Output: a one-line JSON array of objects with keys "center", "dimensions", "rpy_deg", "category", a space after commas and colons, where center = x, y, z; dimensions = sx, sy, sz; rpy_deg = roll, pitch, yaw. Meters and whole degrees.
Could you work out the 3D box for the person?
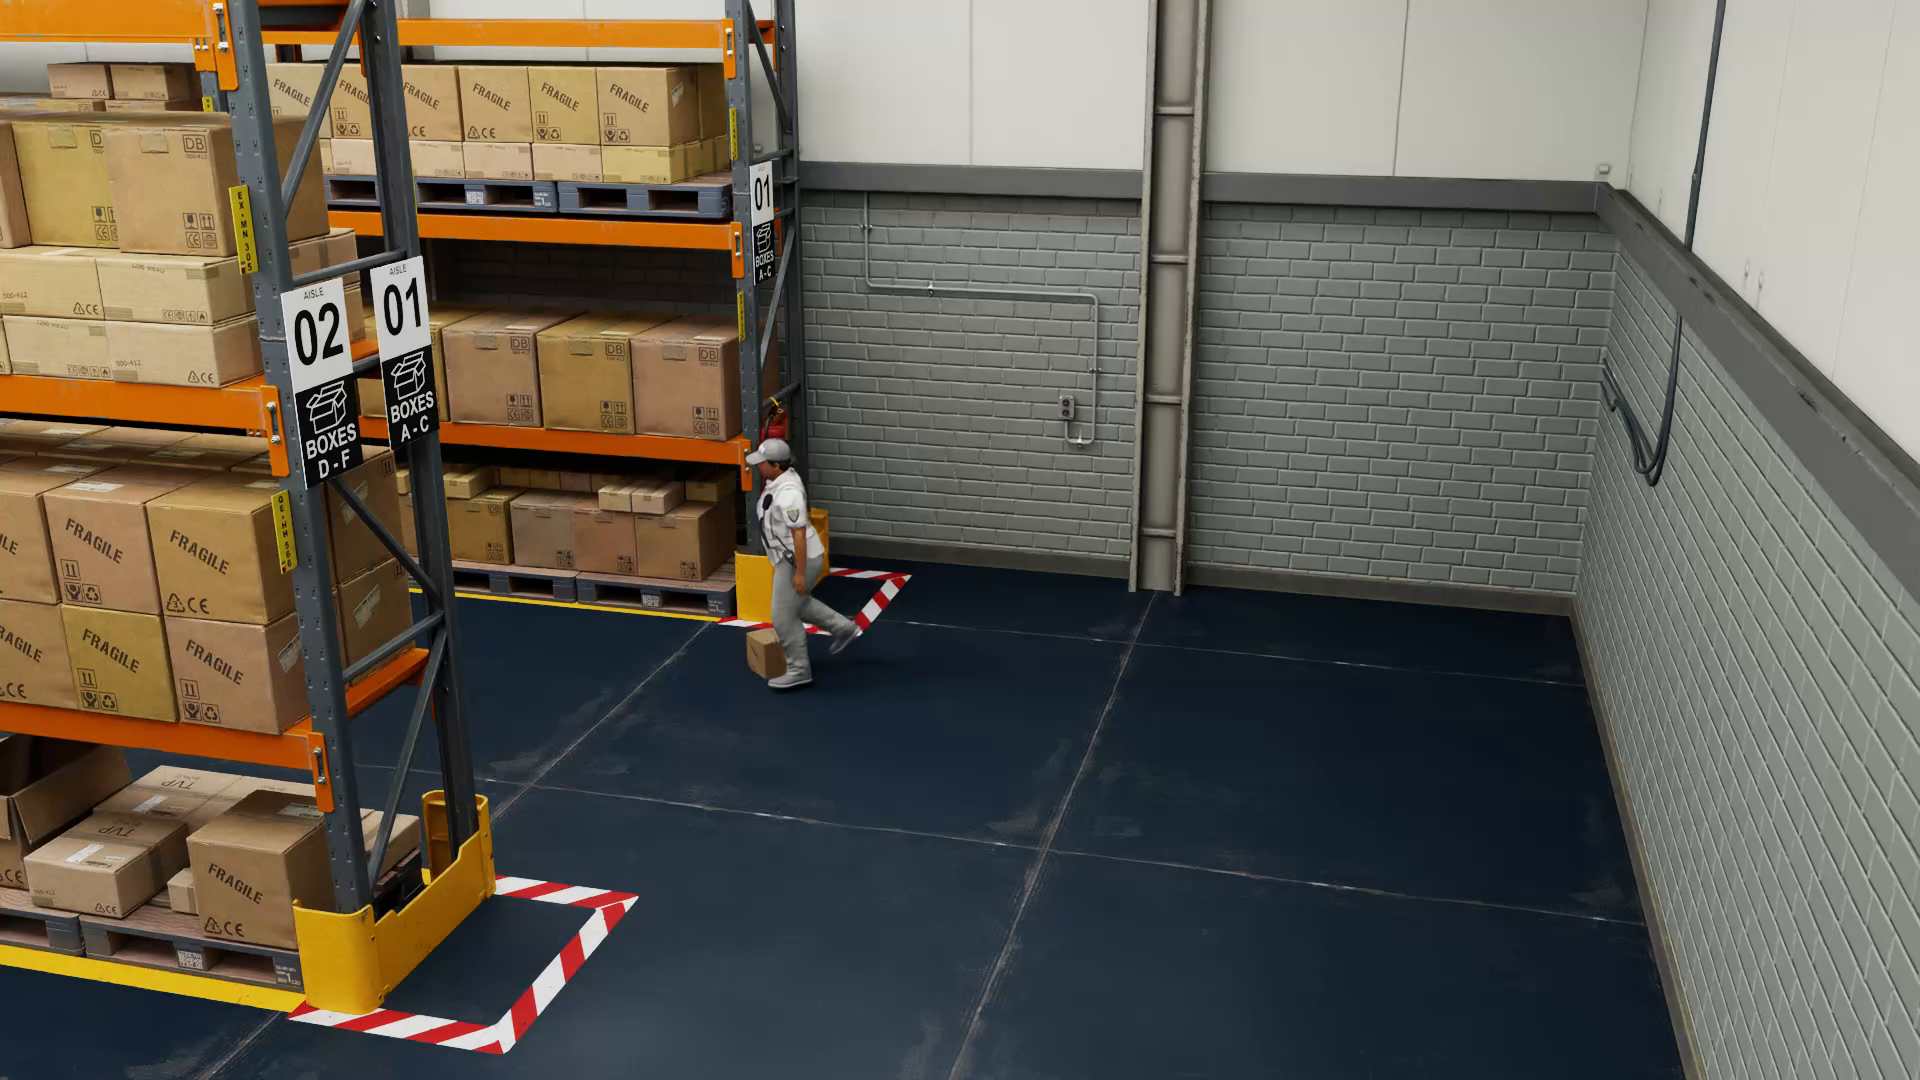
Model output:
[{"center": [-0.987, 0.121, 10.673], "dimensions": [0.724, 1.638, 0.529], "rpy_deg": [-4, 19, -11], "category": "person"}]
